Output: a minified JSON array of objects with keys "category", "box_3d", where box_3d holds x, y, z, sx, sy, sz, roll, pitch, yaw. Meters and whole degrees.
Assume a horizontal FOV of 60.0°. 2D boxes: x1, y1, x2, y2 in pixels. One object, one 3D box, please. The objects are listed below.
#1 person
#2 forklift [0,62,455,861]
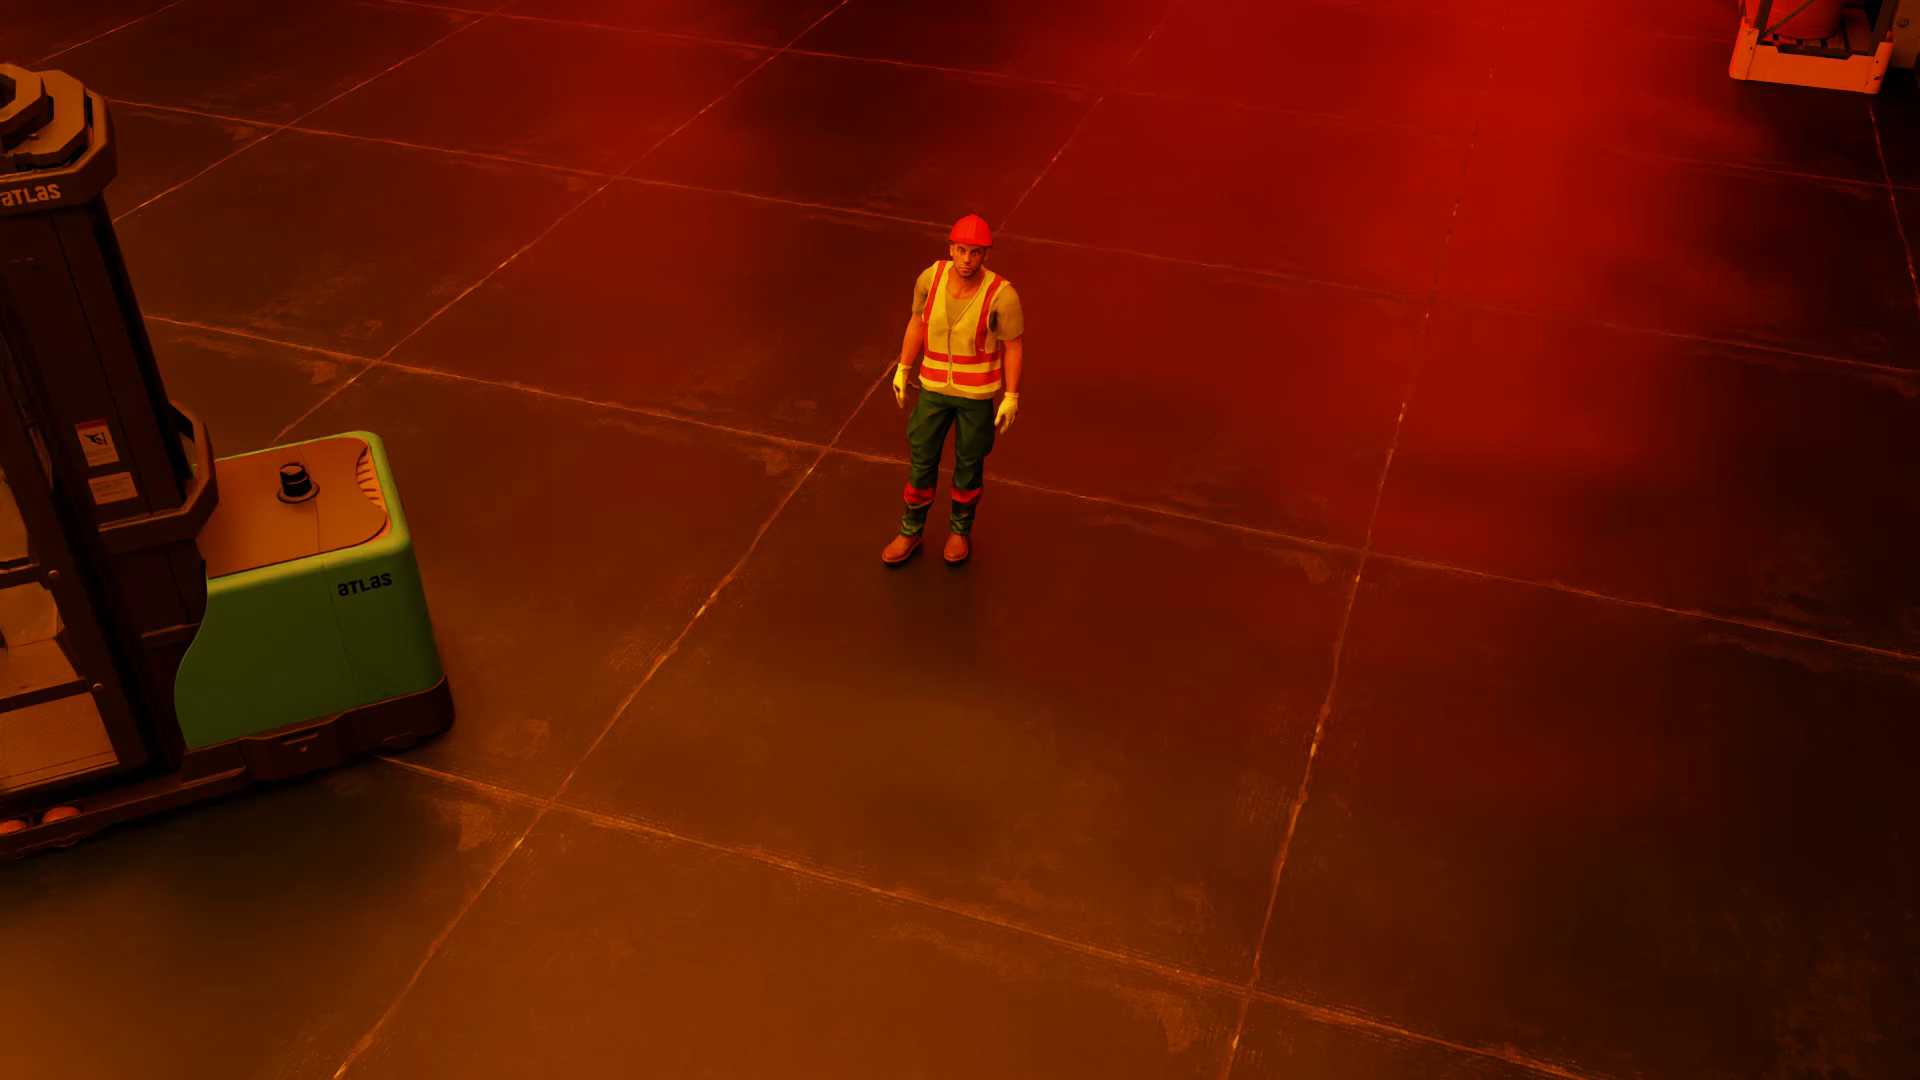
[{"category":"person","box_3d":[-0.037,-0.693,8.064,0.638,1.789,0.562,12,37,16]},{"category":"forklift","box_3d":[-3.813,-0.235,6.442,3.031,2.935,1.130,-14,38,-19]}]
